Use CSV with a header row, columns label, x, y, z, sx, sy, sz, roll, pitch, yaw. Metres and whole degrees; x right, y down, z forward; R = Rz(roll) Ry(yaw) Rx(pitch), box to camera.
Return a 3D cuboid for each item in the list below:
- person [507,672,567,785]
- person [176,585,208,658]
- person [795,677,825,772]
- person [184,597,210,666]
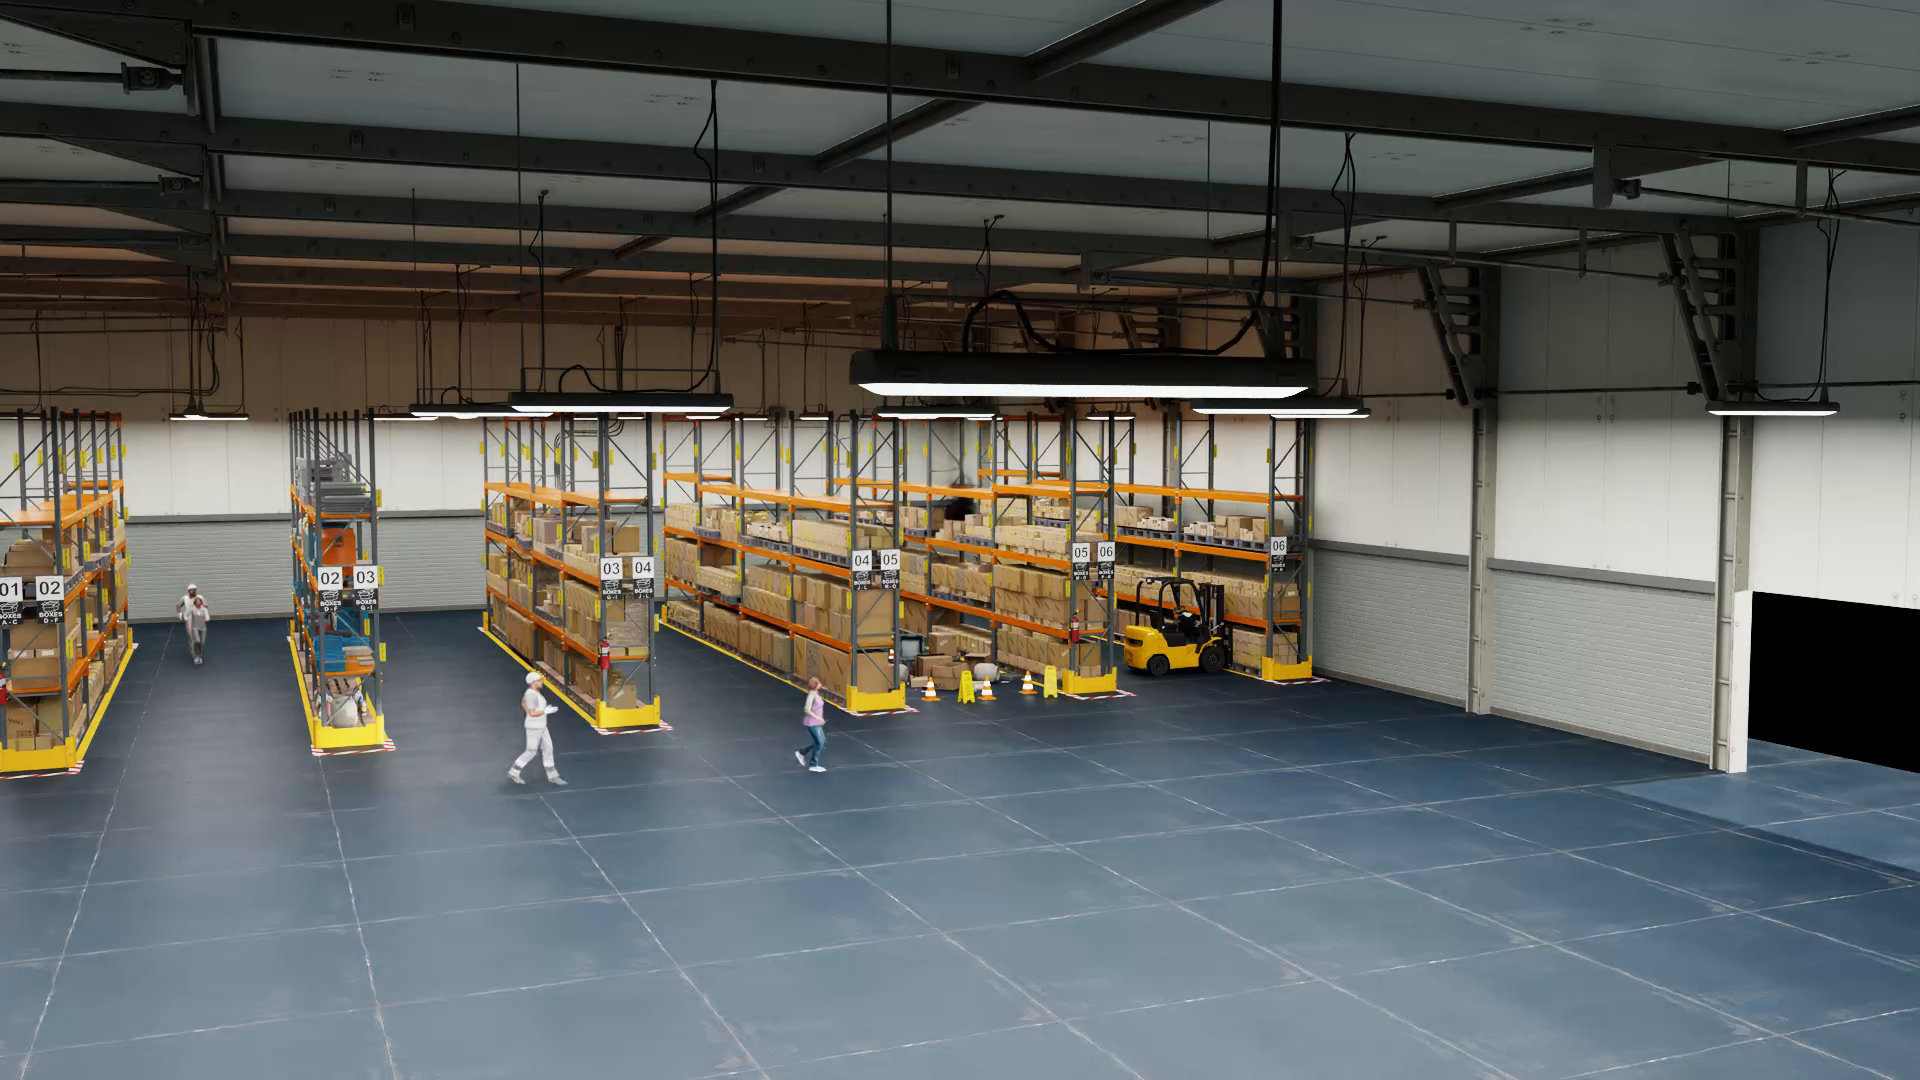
label,x,y,z,sx,sy,sz,roll,pitch,yaw
person,-6.652,2.970,26.087,0.915,1.806,0.644,0,4,-1
person,-18.807,1.971,40.797,0.694,1.763,0.963,-3,5,-35
person,-2.460,3.030,27.324,0.543,1.567,0.559,0,4,5
person,-18.077,2.160,39.464,0.503,1.617,0.682,-3,5,-40
